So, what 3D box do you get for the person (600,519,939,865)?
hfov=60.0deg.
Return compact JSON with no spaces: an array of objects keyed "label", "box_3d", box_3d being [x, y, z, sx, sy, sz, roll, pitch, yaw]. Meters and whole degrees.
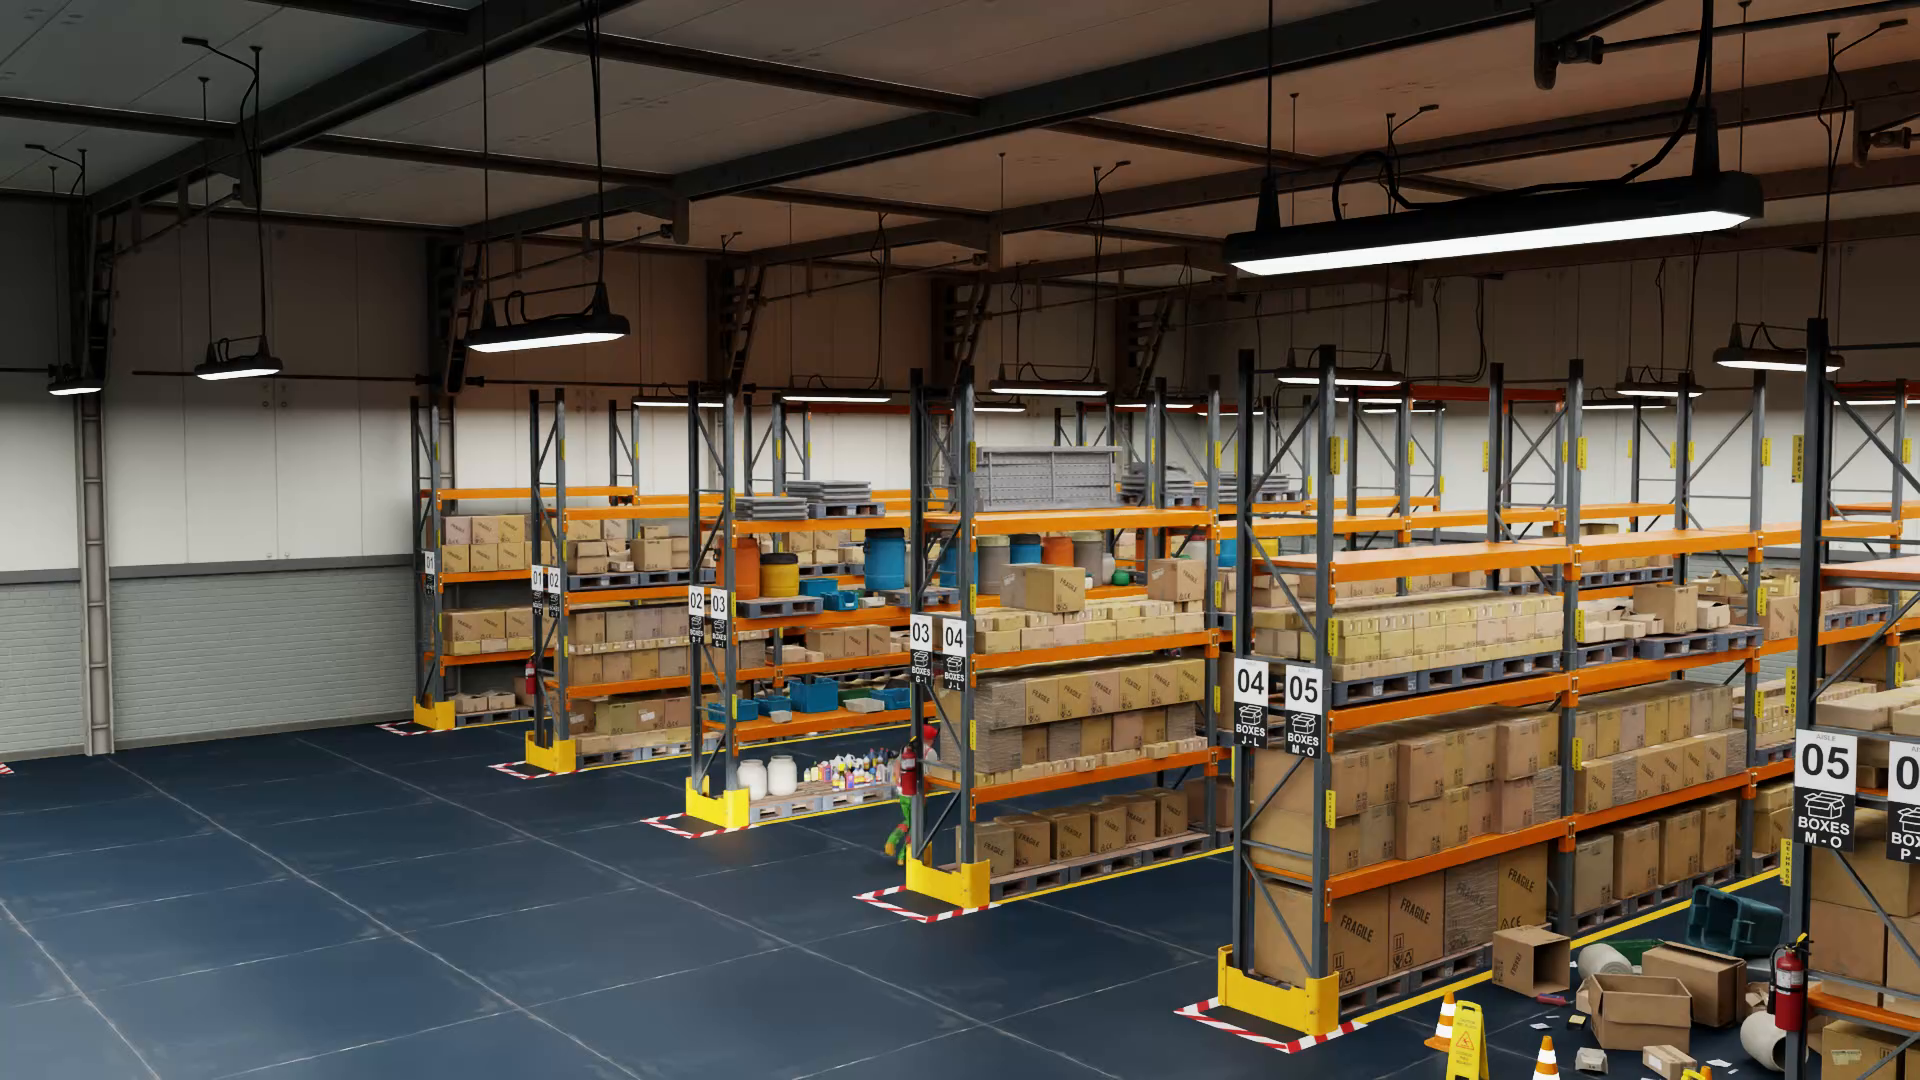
[{"label":"person","box_3d":[-3.708,1.716,26.276,3.044,3.809,13.781,-3,4,-38]}]
